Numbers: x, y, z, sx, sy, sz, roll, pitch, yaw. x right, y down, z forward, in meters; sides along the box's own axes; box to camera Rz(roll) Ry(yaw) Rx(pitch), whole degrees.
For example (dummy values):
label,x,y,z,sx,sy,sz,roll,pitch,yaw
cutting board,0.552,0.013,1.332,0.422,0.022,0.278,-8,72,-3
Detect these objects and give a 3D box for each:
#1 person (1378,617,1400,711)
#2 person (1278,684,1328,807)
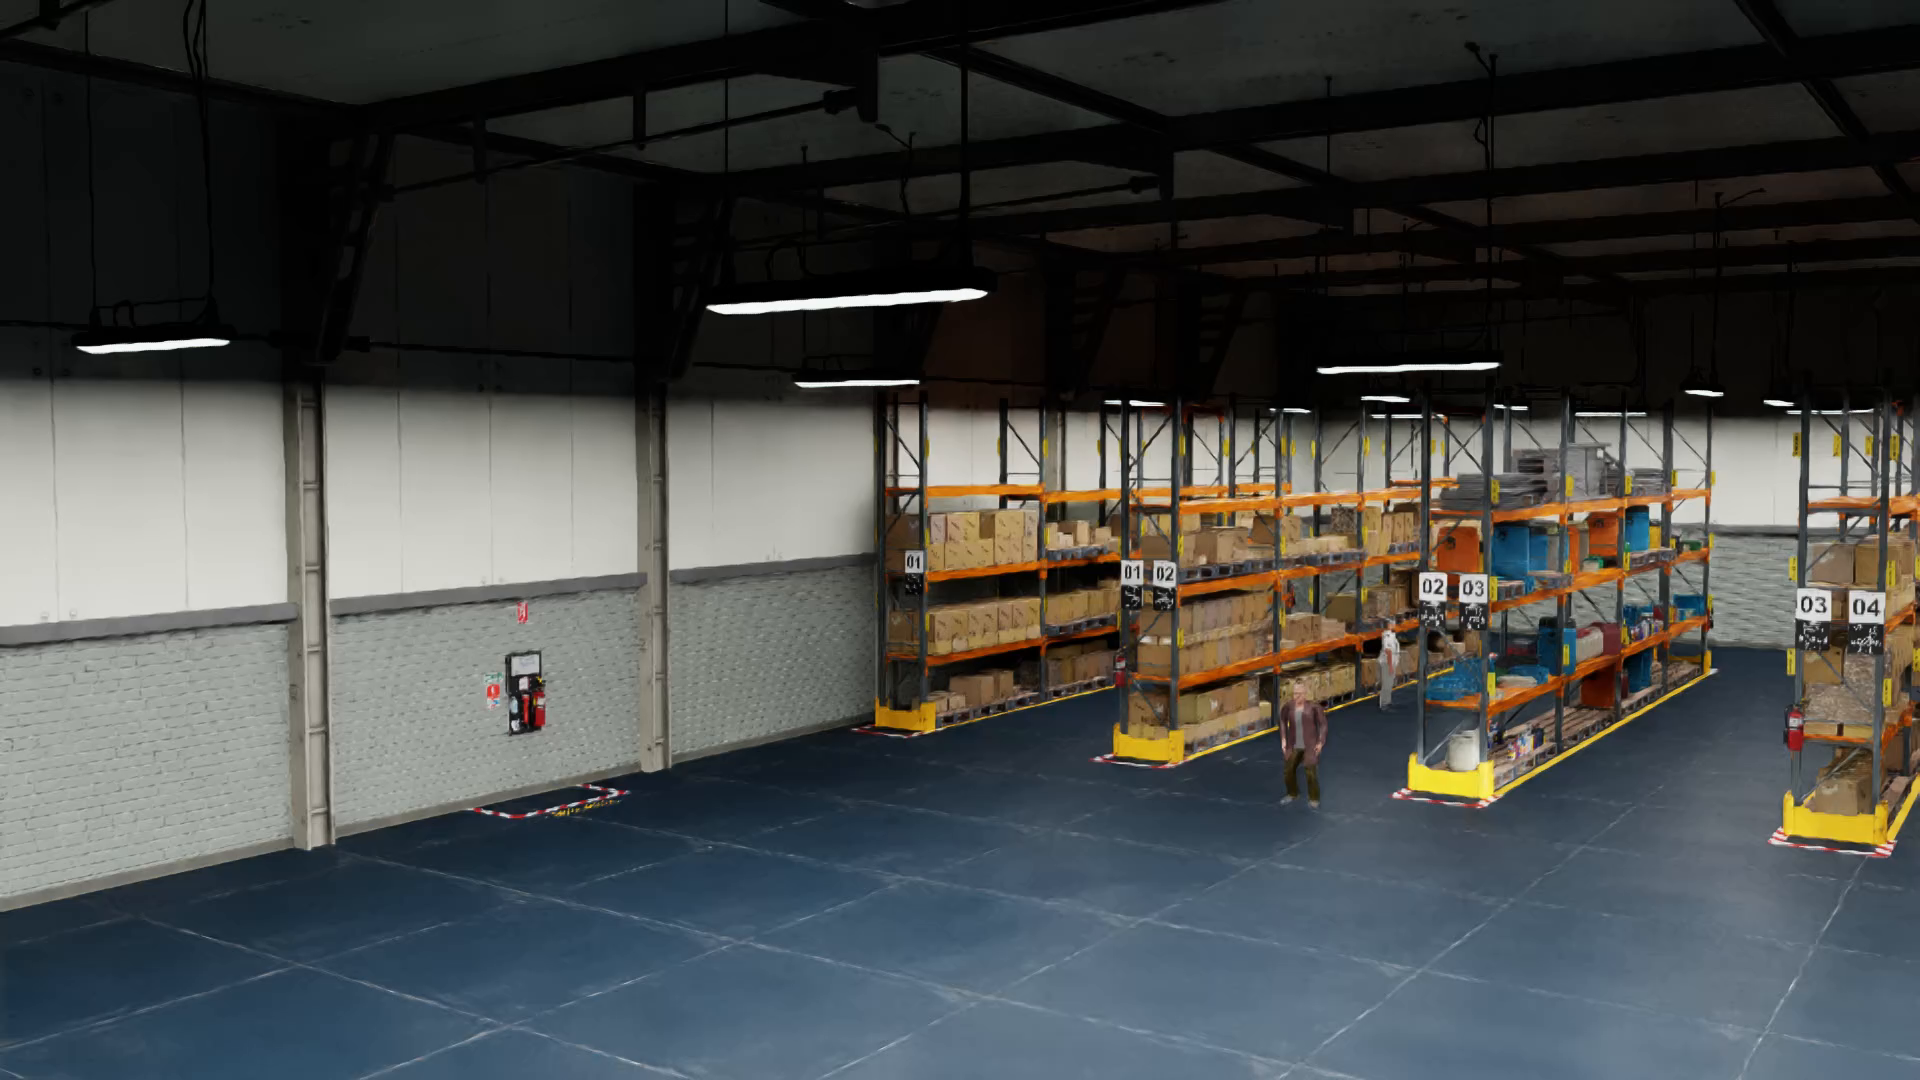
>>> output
label,x,y,z,sx,sy,sz,roll,pitch,yaw
person,8.189,2.346,31.669,0.435,1.766,0.635,1,3,11
person,4.777,2.854,23.177,0.729,1.733,0.546,2,4,33
